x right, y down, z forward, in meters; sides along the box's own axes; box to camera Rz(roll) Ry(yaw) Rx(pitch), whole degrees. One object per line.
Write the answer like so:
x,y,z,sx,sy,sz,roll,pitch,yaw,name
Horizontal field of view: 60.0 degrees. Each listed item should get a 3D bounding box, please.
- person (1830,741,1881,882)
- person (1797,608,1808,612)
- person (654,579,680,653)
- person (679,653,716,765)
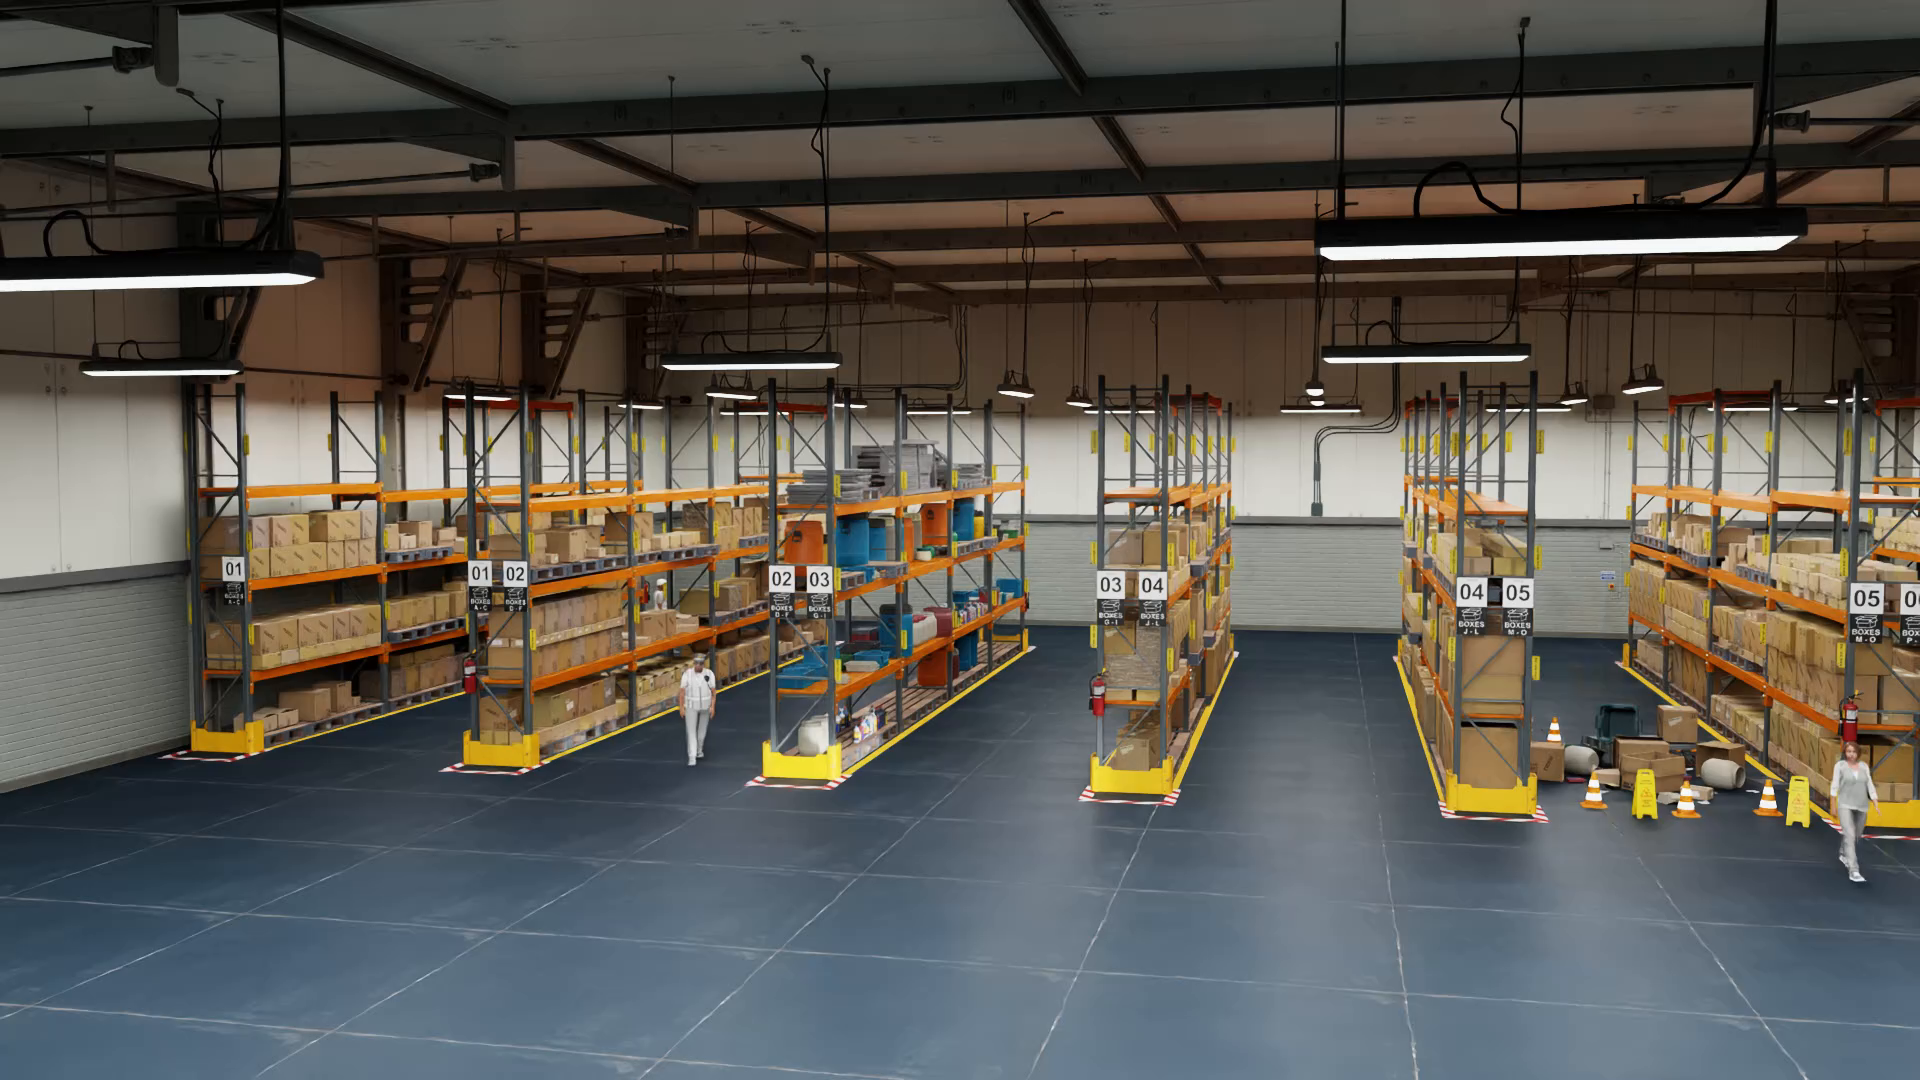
10.348,3.104,19.240,0.441,1.551,0.904,0,3,7,person
19.419,1.925,38.203,0.818,1.755,0.577,1,3,11,person
-7.122,1.829,39.865,0.640,1.796,0.563,-3,4,-39,person
-4.114,2.627,26.160,0.564,1.701,0.993,-1,4,-24,person
